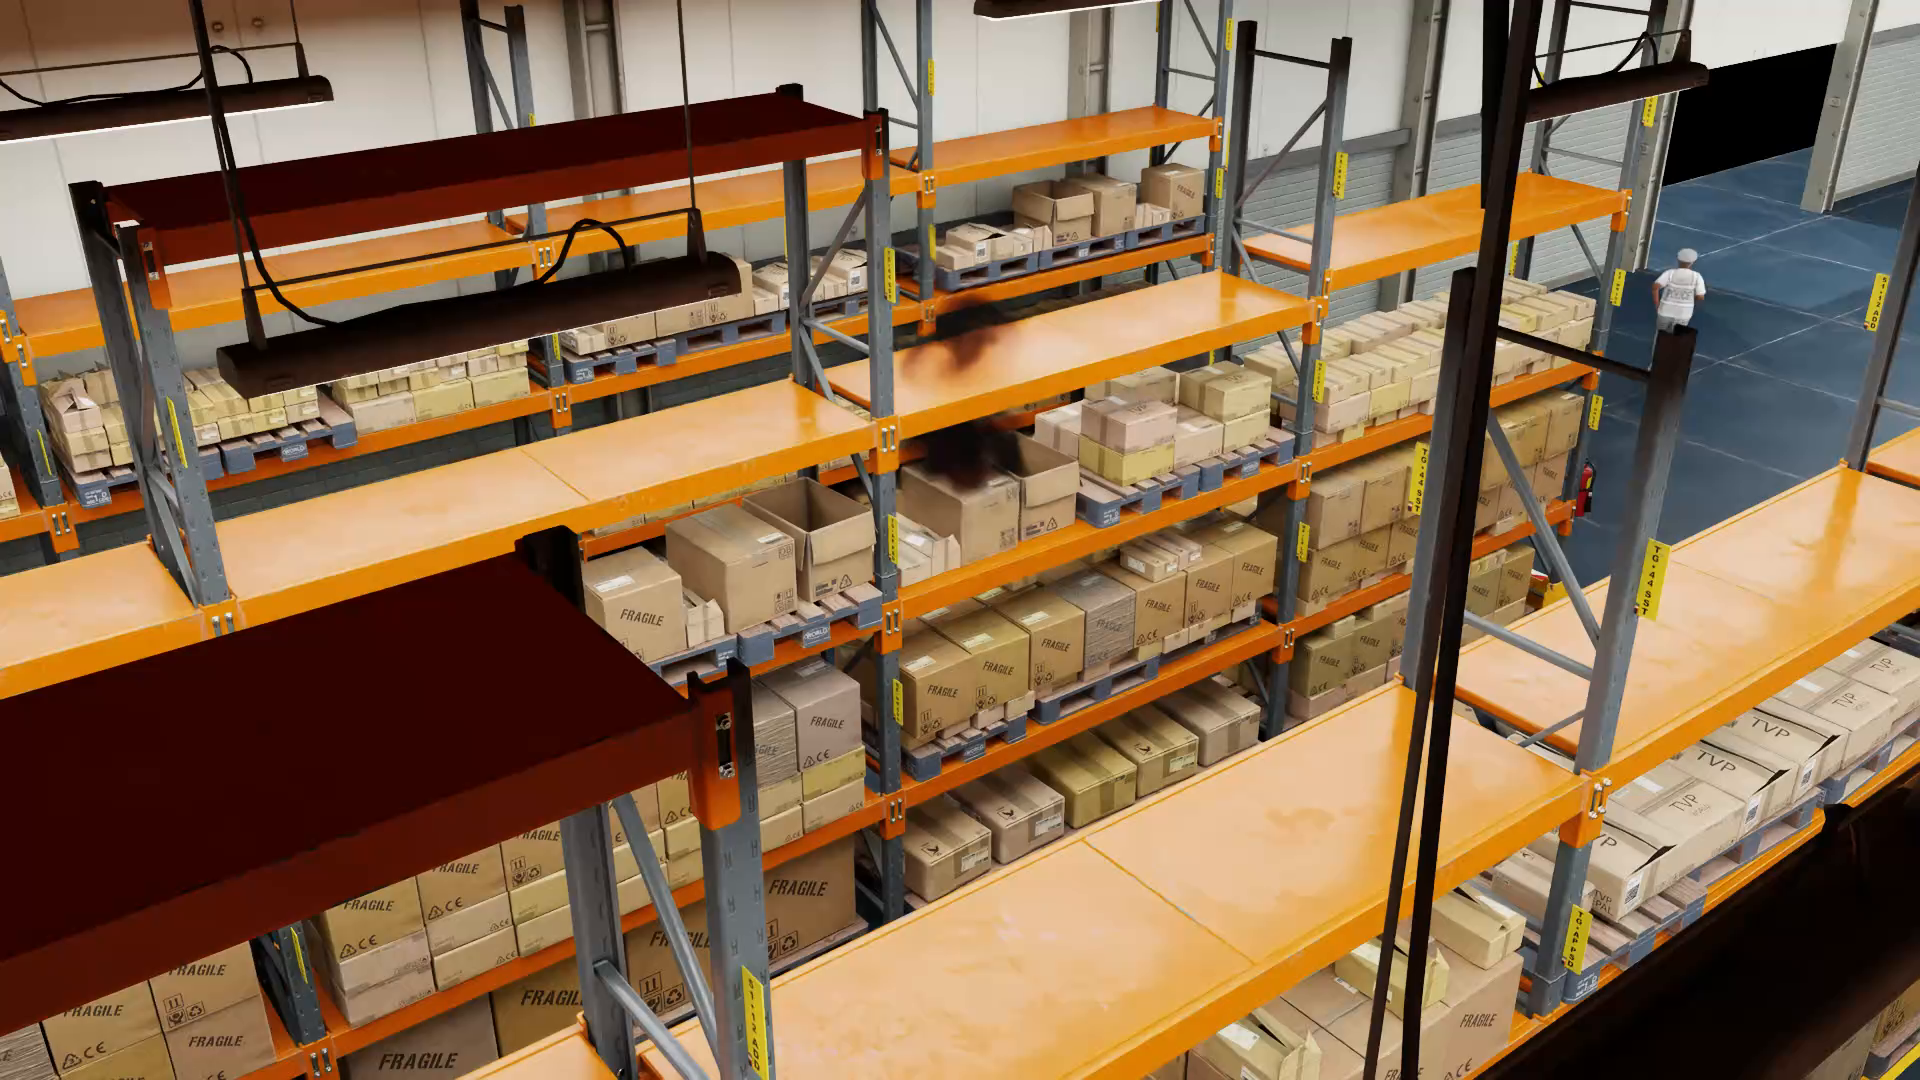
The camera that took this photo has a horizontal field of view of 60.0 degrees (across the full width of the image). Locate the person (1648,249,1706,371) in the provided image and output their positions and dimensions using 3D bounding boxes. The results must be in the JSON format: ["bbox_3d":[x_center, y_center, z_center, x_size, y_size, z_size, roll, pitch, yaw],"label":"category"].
[{"bbox_3d":[9.558,-2.992,22.252,0.641,1.815,0.770,16,30,29],"label":"person"}]
